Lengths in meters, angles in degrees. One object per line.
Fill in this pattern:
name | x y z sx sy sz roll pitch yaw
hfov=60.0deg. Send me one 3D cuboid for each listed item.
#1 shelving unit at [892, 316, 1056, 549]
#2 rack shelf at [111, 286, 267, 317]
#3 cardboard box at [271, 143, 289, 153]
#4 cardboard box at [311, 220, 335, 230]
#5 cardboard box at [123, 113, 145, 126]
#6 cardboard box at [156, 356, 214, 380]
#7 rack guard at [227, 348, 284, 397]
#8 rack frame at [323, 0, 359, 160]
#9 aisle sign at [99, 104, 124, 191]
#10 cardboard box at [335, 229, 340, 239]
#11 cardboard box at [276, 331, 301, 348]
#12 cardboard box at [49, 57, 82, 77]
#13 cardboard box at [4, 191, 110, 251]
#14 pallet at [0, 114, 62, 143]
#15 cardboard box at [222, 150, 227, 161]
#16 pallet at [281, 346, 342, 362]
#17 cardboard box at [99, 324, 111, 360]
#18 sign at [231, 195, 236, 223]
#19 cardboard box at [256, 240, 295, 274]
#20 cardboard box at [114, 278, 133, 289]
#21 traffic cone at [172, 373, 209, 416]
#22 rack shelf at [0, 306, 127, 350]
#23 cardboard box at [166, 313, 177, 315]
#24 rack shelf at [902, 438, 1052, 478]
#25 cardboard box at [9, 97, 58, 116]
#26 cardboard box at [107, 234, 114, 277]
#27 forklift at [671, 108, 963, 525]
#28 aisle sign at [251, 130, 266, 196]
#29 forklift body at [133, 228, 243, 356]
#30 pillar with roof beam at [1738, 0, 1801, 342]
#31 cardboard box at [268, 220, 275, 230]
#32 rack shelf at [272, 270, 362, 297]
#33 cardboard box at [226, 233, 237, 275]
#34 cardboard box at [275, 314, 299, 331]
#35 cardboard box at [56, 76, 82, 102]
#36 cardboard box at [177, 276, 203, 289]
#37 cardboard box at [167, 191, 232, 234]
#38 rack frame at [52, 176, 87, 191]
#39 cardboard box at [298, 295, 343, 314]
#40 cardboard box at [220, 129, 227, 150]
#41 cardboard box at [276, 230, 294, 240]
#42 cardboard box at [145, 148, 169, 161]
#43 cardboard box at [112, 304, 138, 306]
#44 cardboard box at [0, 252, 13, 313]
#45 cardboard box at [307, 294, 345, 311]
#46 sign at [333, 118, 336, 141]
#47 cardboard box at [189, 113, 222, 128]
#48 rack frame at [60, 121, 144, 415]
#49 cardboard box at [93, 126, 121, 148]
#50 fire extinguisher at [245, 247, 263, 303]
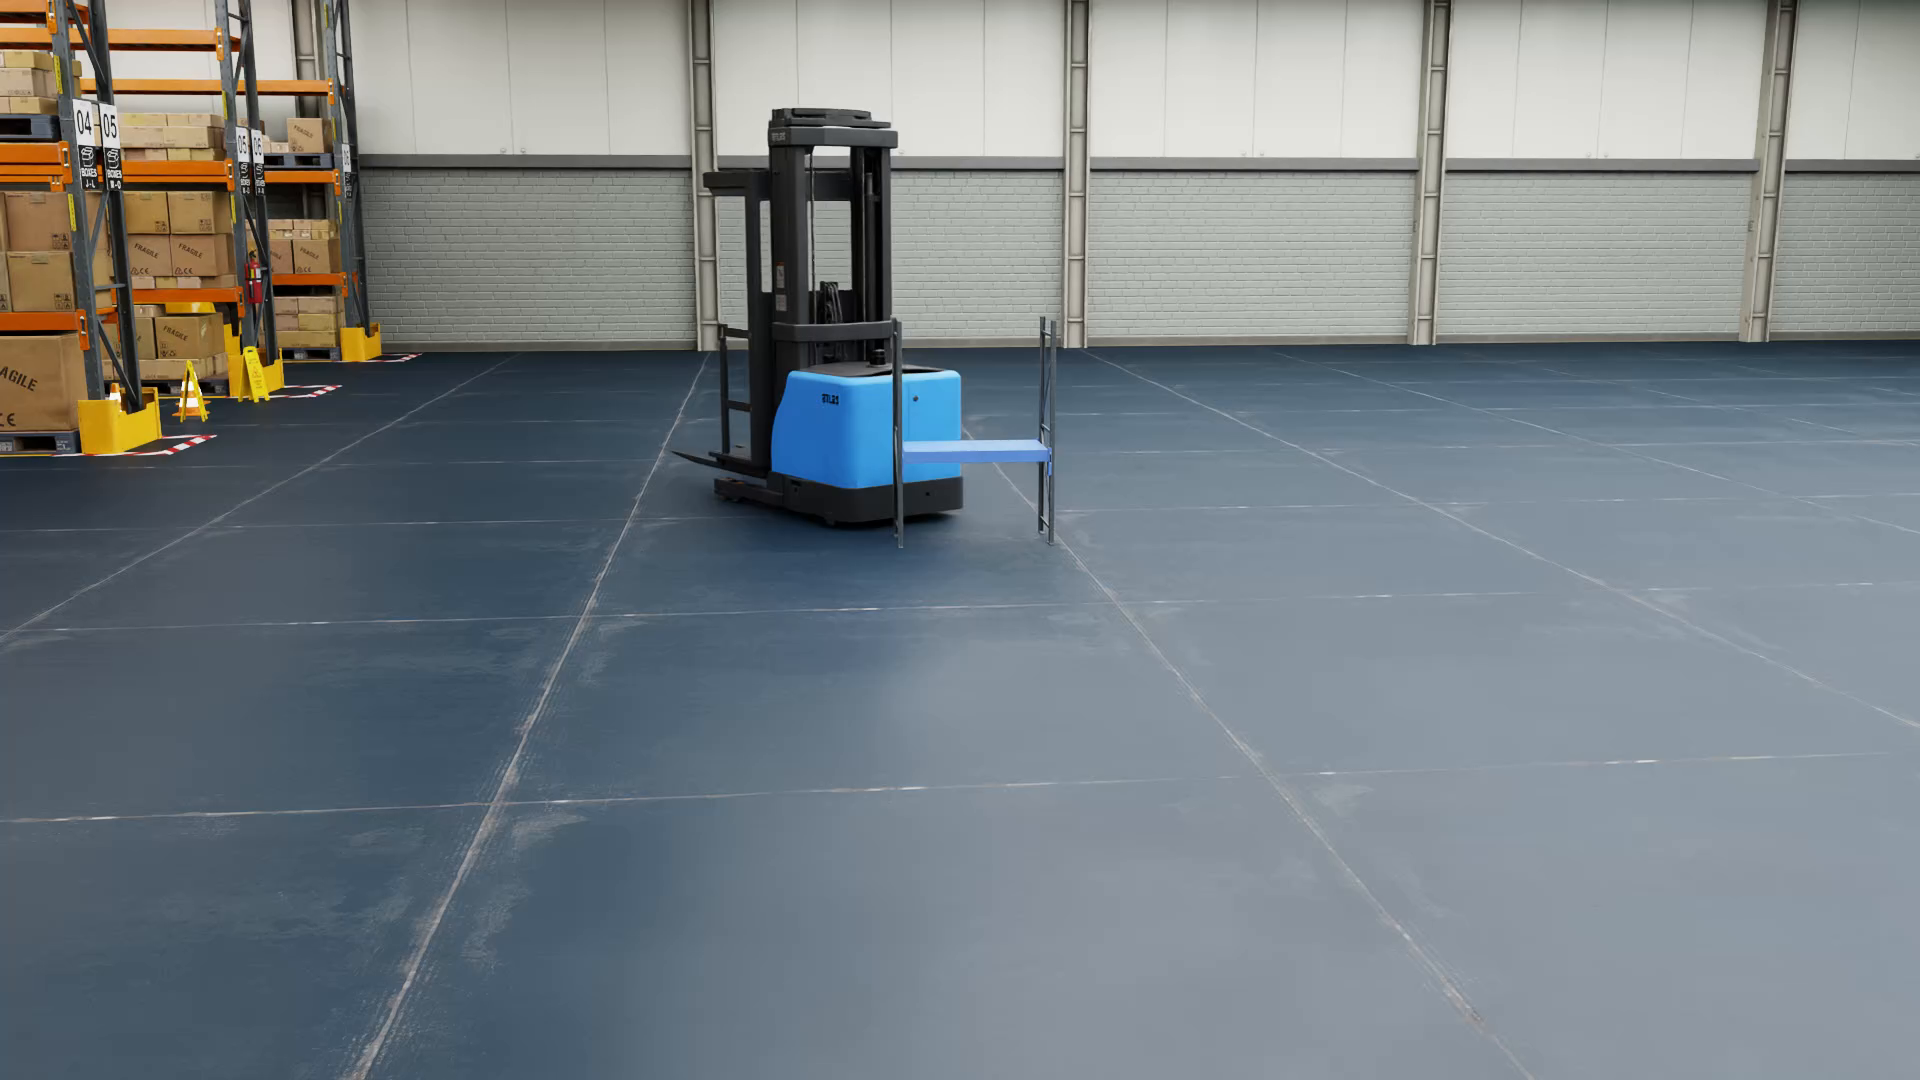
shelving unit | 0.085 -0.738 11.232 1.048 1.500 0.538 -1 11 -6
rack shelf | -10.691 -2.932 20.369 4.000 0.370 1.077 -1 11 -6
cardboard box | -10.033 -5.806 24.653 0.250 0.149 0.380 -2 11 -8
cardboard box | -9.576 -4.743 25.008 0.250 0.149 0.380 -1 11 -6
cardboard box | -9.777 -5.000 19.834 0.250 0.149 0.380 -1 11 -6
cardboard box | -9.501 -2.114 20.385 0.500 0.250 0.500 -1 11 -6
rack guard | -8.778 -2.098 20.744 0.348 0.500 1.175 -1 11 -6
rack frame | -9.242 -7.222 24.774 0.127 3.000 1.000 -1 11 -6
aisle sign | -8.029 -3.714 15.743 0.004 0.787 0.394 -1 11 -6
cardboard box | -9.608 -4.688 25.498 0.250 0.149 0.380 -1 11 -8
cardboard box | -10.171 -3.056 25.176 0.500 0.250 0.500 -1 11 -6
cardboard box | -8.434 -4.428 15.576 0.250 0.149 0.380 -1 11 -5
cardboard box | -8.441 -2.982 15.573 0.550 0.550 0.875 -1 11 -6
pallet | -8.804 -3.790 15.324 1.213 0.211 1.003 -1 11 -6
cardboard box | -9.067 -4.730 20.528 0.250 0.149 0.380 -1 11 -6
pallet | -9.998 -2.886 25.500 1.213 0.211 1.003 -1 11 -6
cardboard box | -10.492 -2.464 20.219 0.500 0.500 0.500 -1 11 -7
sign | -8.663 -3.943 19.825 0.005 0.325 0.100 -1 11 -6
cardboard box | -10.220 -4.257 24.989 0.500 0.500 0.500 -1 11 -4
cardboard box | -10.071 -3.137 20.199 0.250 0.149 0.380 -1 11 -5
traffic cone | -8.533 -1.619 18.405 0.334 0.463 0.336 -1 11 -6
rack shelf | -10.056 -1.984 15.551 4.000 0.370 1.077 -1 11 -6
cardboard box | -10.077 -2.575 20.785 0.500 0.500 0.500 -2 11 -8
rack shelf | 0.085 -0.561 11.267 1.000 0.185 0.538 -1 11 -6
cardboard box | -8.362 -3.911 15.012 0.250 0.149 0.380 -1 11 -6
cardboard box | -10.209 -3.438 20.048 0.500 0.500 0.500 -1 11 -6
forklift | -1.263 -1.775 12.799 1.130 2.935 3.031 -8 14 -36
aisle sign | -8.674 -4.663 20.569 0.004 0.787 0.394 -1 11 -6
forklift body | -10.931 -3.472 23.454 1.214 2.155 2.313 -1 11 -6
pillar with roof beam | 14.293 -7.054 23.923 0.400 9.000 9.100 -1 11 -6
cardboard box | -10.330 -4.731 24.944 0.250 0.149 0.380 -1 11 -6
rack shelf | -11.231 -3.883 25.210 4.000 0.370 1.077 -1 11 -6
cardboard box | -9.203 -3.565 20.693 0.500 0.500 0.500 -1 11 -7
cardboard box | -10.192 -3.302 25.130 0.500 0.250 0.500 -1 11 -7
cardboard box | -8.575 -4.218 15.539 0.500 0.250 0.500 -1 11 -6
cardboard box | -9.291 -3.128 20.152 0.250 0.149 0.380 -1 11 -7
cardboard box | -9.187 -3.959 20.109 0.500 0.500 0.700 -1 11 -7
rack frame | -13.219 -4.195 24.929 0.127 3.000 1.000 -1 11 -6
cardboard box | -9.666 -3.556 25.128 0.500 0.250 0.500 -1 11 -4
cardboard box | -9.231 -4.911 20.414 0.500 0.250 0.500 -1 11 -7
cardboard box | -10.072 -4.580 24.947 0.250 0.149 0.380 -1 11 -5
cardboard box | -9.539 -4.603 19.882 0.250 0.149 0.380 -1 11 -4
cardboard box | -10.079 -2.777 20.134 0.250 0.149 0.380 -1 11 -5
cardboard box | -8.976 -2.421 15.516 0.550 0.550 0.875 -1 11 -6
cardboard box | -9.741 -3.652 25.615 0.500 0.250 0.500 -1 11 -7
sign | -9.198 -6.041 24.455 0.005 0.325 0.100 -1 11 -6
cardboard box | -9.007 -5.002 19.845 0.250 0.149 0.380 -1 11 -6
rack frame | -8.068 -2.379 15.693 0.127 3.000 1.000 -1 11 -6
cardboard box | -10.198 -4.786 19.779 0.500 0.250 0.500 -1 11 -4
fire extinguisher | -8.539 -3.202 20.081 0.183 0.674 0.296 -1 11 -6
